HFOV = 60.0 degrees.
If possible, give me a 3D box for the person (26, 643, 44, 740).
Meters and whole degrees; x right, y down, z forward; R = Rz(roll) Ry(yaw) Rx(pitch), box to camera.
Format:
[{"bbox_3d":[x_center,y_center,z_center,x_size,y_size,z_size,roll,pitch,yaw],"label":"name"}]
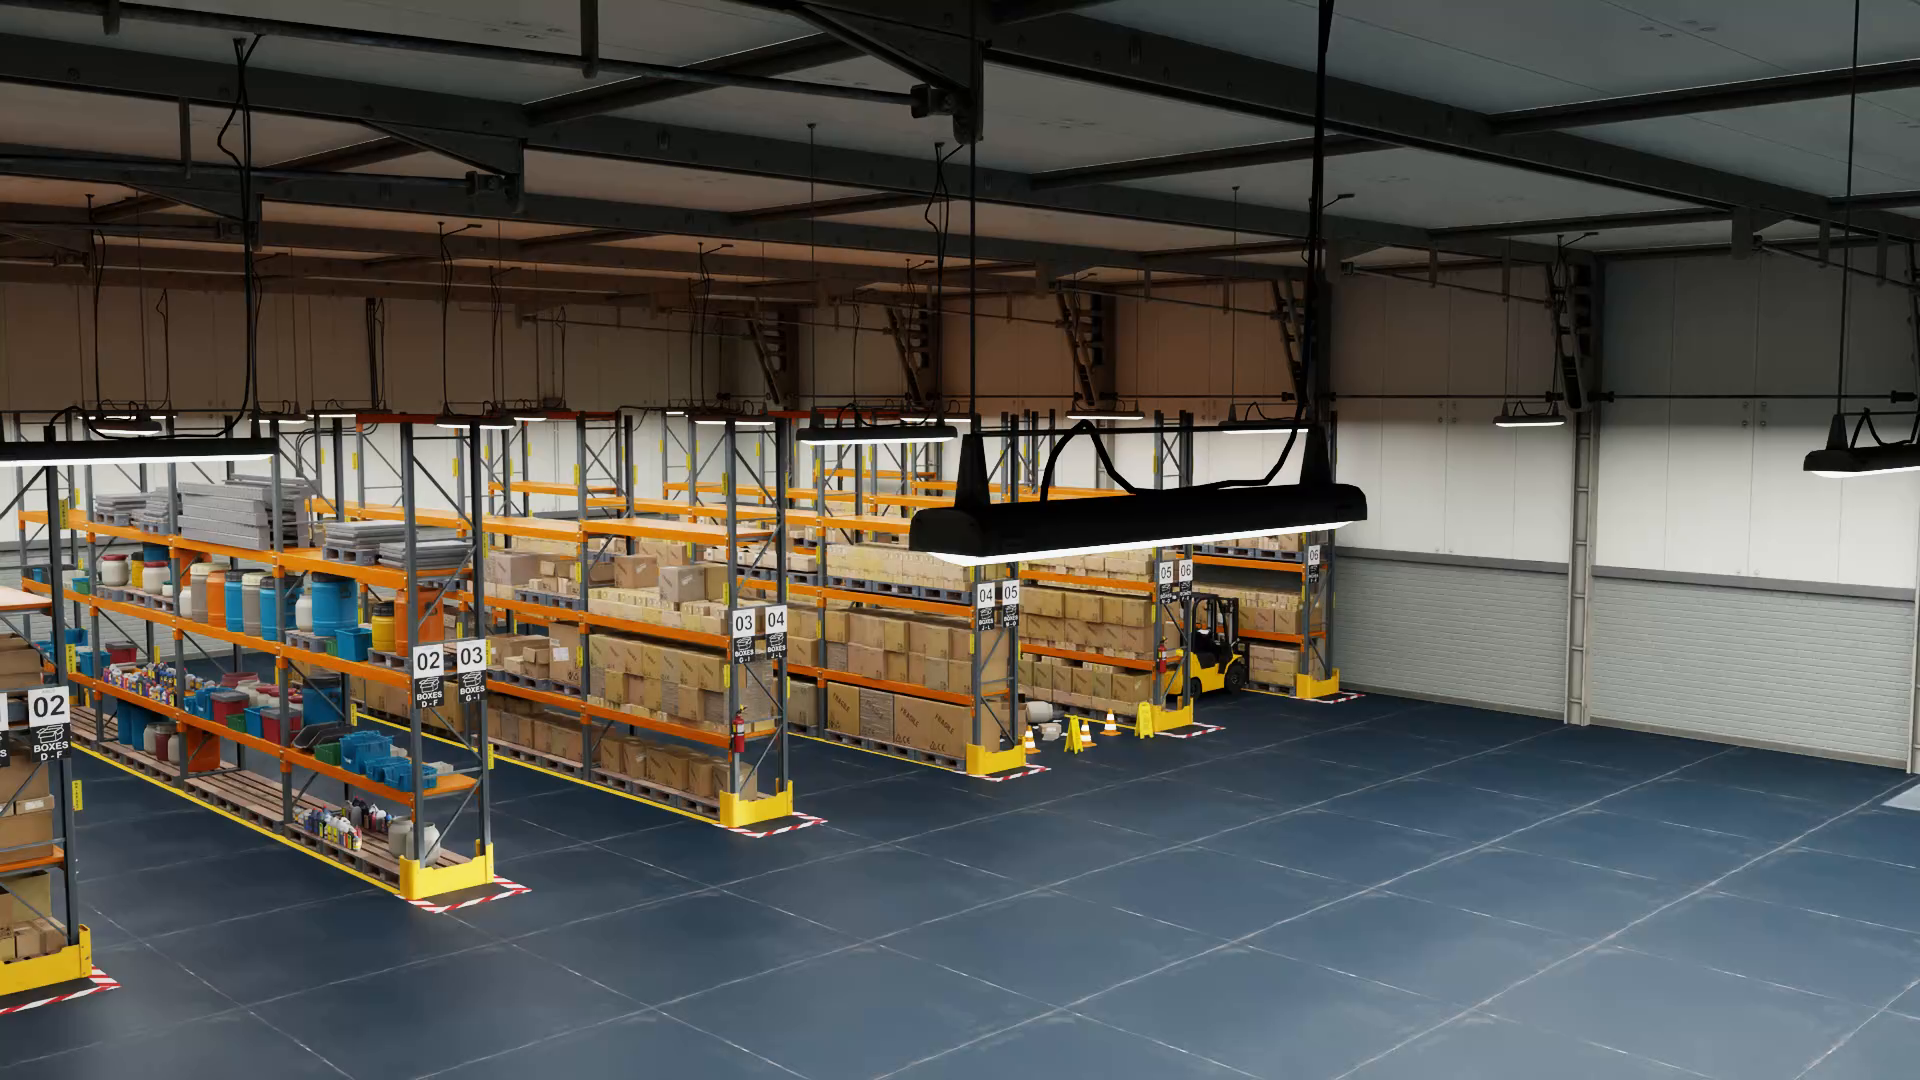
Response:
[{"bbox_3d":[-16.960,2.779,30.508,0.609,1.791,0.395,3,6,35],"label":"person"}]
